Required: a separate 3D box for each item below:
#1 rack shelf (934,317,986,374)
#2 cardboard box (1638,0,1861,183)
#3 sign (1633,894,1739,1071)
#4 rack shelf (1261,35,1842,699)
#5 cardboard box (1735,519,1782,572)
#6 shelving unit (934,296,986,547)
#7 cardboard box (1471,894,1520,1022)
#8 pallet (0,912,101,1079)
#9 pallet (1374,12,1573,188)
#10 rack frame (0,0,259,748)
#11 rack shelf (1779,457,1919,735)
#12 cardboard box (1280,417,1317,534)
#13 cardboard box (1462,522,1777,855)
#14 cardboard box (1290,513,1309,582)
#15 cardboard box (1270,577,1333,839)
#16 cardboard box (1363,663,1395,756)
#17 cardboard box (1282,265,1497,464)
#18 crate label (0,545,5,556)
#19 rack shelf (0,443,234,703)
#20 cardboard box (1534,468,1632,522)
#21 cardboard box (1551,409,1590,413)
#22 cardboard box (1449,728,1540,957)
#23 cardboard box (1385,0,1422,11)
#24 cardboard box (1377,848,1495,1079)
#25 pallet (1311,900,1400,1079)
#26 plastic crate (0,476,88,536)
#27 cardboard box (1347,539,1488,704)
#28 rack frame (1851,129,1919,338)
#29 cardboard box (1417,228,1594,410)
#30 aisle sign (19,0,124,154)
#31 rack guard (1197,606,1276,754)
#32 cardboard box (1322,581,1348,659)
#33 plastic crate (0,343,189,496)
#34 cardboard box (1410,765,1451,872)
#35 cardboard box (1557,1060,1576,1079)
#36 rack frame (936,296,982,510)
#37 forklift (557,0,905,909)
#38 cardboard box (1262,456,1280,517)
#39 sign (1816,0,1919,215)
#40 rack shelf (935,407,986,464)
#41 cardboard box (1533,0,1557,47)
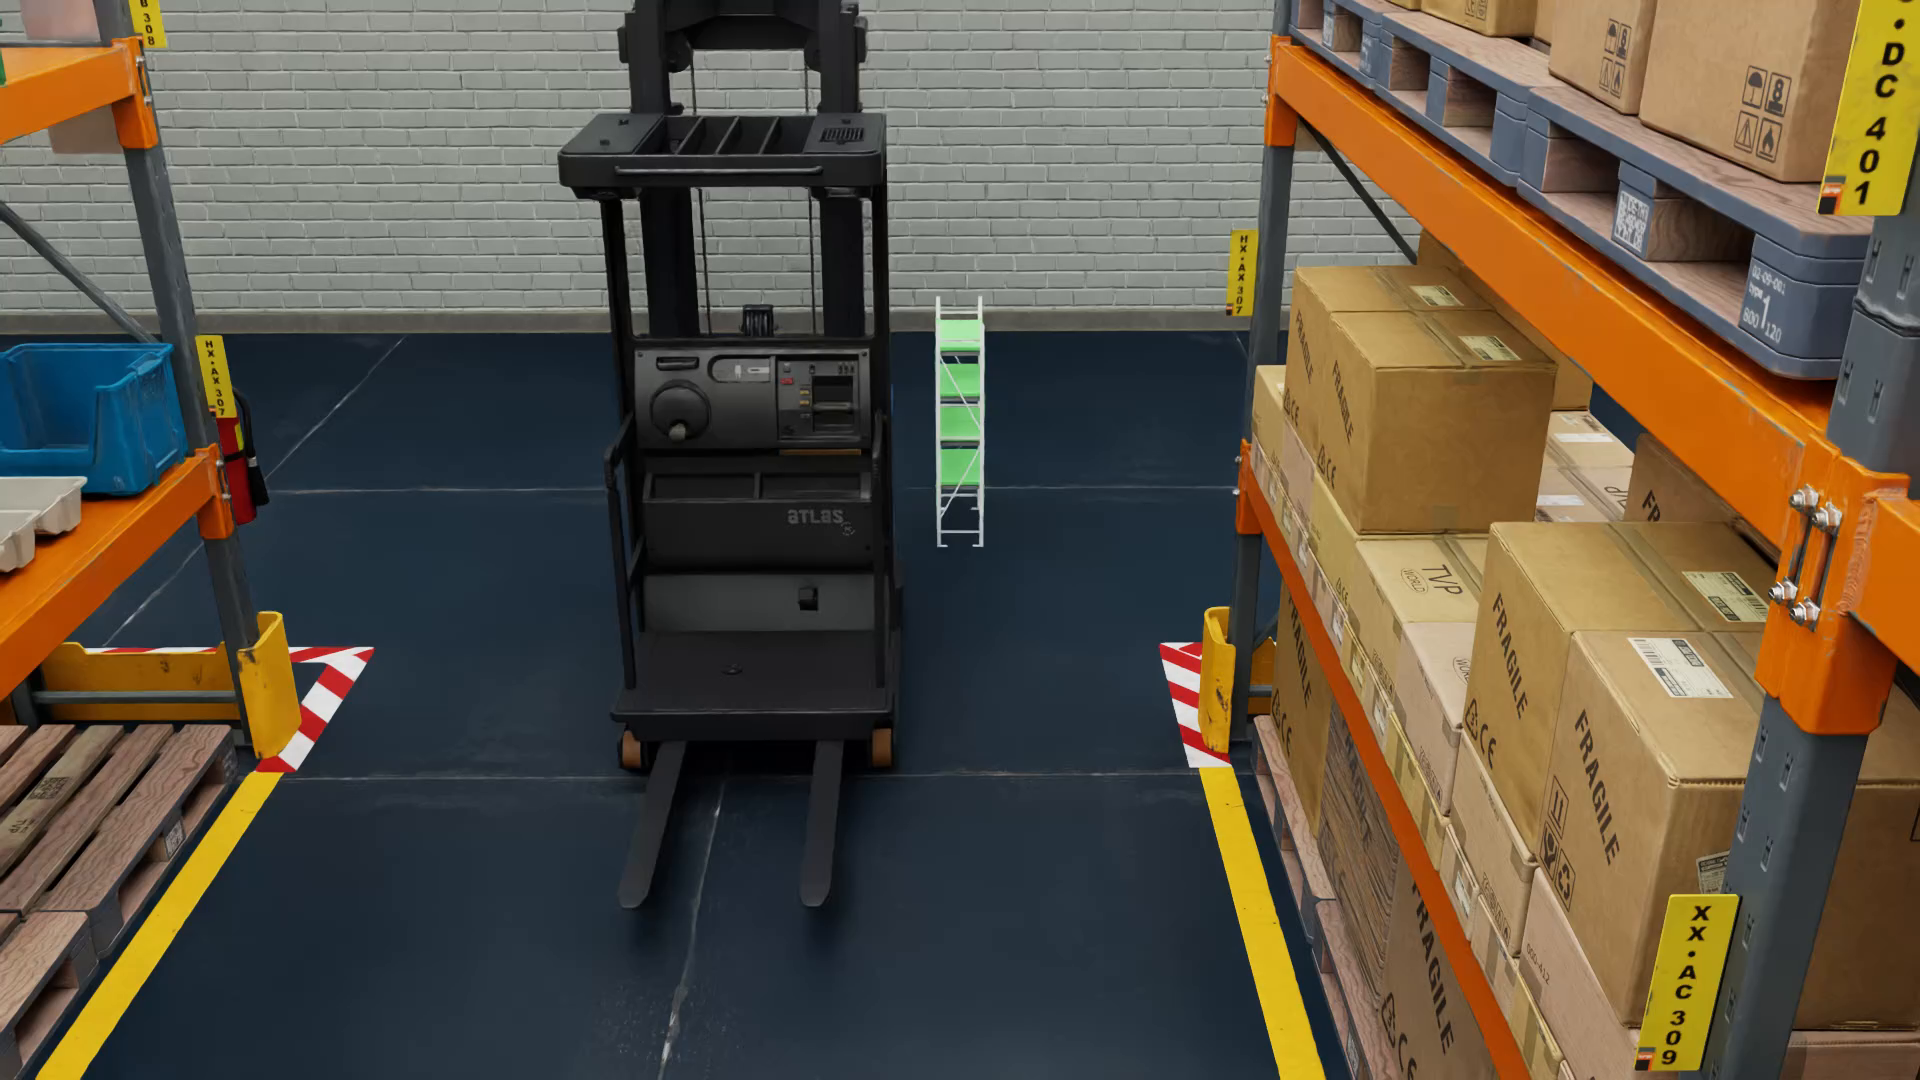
[{"bbox_3d":[-0.002,-0.994,8.482,0.258,0.148,0.480,0,24,-1],"label":"rack shelf"},{"bbox_3d":[1.572,-0.878,2.659,0.700,0.500,0.500,-2,24,-4],"label":"cardboard box"},{"bbox_3d":[1.085,0.666,2.491,0.100,0.325,0.005,0,24,-1],"label":"sign"},{"bbox_3d":[1.618,-0.770,4.044,1.077,0.370,4.000,0,24,-1],"label":"rack shelf"},{"bbox_3d":[1.893,0.283,3.395,0.500,0.500,0.500,0,24,-1],"label":"cardboard box"},{"bbox_3d":[-0.002,-0.615,8.654,0.258,1.200,0.503,0,24,-1],"label":"shelving unit"},{"bbox_3d":[1.304,0.872,3.487,0.380,0.149,0.250,-1,24,-1],"label":"cardboard box"},{"bbox_3d":[-3.375,1.580,5.001,1.003,0.211,1.213,0,24,-1],"label":"pallet"},{"bbox_3d":[1.631,-1.071,3.947,1.003,0.211,1.213,0,24,-1],"label":"pallet"},{"bbox_3d":[-3.356,-0.532,6.287,1.000,3.000,0.127,0,24,-1],"label":"rack frame"},{"bbox_3d":[1.662,0.879,0.400,1.077,0.370,4.000,0,24,-1],"label":"rack shelf"},{"bbox_3d":[1.344,-0.209,5.393,0.500,0.250,0.500,-1,24,-1],"label":"cardboard box"},{"bbox_3d":[1.367,0.290,3.380,0.500,0.500,0.500,0,24,0],"label":"cardboard box"},{"bbox_3d":[1.282,0.026,5.357,0.380,0.149,0.250,-1,24,-1],"label":"cardboard box"},{"bbox_3d":[1.684,0.485,6.105,0.875,0.875,0.875,0,24,-1],"label":"cardboard box"},{"bbox_3d":[1.293,0.449,4.421,0.380,0.149,0.250,0,24,0],"label":"cardboard box"},{"bbox_3d":[1.337,-0.559,5.256,0.500,0.500,0.500,-1,24,-2],"label":"cardboard box"},{"bbox_3d":[-3.150,0.130,5.070,0.396,0.136,0.243,0,24,-1],"label":"crate label"},{"bbox_3d":[-3.334,0.619,4.613,1.077,0.370,4.000,0,24,-1],"label":"rack shelf"},{"bbox_3d":[1.878,-0.005,4.941,0.500,0.250,0.500,-1,24,-2],"label":"cardboard box"},{"bbox_3d":[1.867,-0.423,5.867,0.500,0.250,0.500,-1,24,-1],"label":"cardboard box"},{"bbox_3d":[1.365,0.632,3.533,0.500,0.250,0.500,0,24,1],"label":"cardboard box"},{"bbox_3d":[1.542,-1.757,4.604,0.700,0.500,0.500,-1,24,-2],"label":"cardboard box"},{"bbox_3d":[1.703,1.227,4.466,0.875,0.875,0.875,0,24,-1],"label":"cardboard box"},{"bbox_3d":[1.694,1.546,5.075,1.003,0.211,1.213,0,24,-1],"label":"pallet"},{"bbox_3d":[-3.166,-0.104,5.588,0.396,0.136,0.243,0,24,-1],"label":"plastic crate"},{"bbox_3d":[1.357,0.213,4.459,0.500,0.250,0.500,-1,24,-2],"label":"cardboard box"},{"bbox_3d":[1.640,-1.640,1.456,1.000,3.000,0.127,0,24,-1],"label":"rack frame"},{"bbox_3d":[1.865,-0.764,5.710,0.500,0.500,0.500,0,24,0],"label":"cardboard box"},{"bbox_3d":[-3.064,-1.748,5.820,0.394,0.787,0.004,0,24,-1],"label":"aisle sign"},{"bbox_3d":[1.596,0.574,6.873,1.175,0.500,0.348,0,24,-1],"label":"rack guard"},{"bbox_3d":[1.287,0.237,4.890,0.380,0.149,0.250,-1,24,-1],"label":"cardboard box"},{"bbox_3d":[-3.166,-0.439,5.964,0.616,0.435,0.499,0,24,-1],"label":"plastic crate"},{"bbox_3d":[1.298,0.660,3.956,0.380,0.149,0.250,0,24,0],"label":"cardboard box"},{"bbox_3d":[1.309,1.084,3.018,0.380,0.149,0.250,0,24,0],"label":"cardboard box"},{"bbox_3d":[-0.004,-0.715,8.876,0.240,1.200,0.015,0,24,-1],"label":"rack frame"},{"bbox_3d":[-0.813,-0.539,6.386,1.130,2.935,3.031,0,24,-1],"label":"forklift"},{"bbox_3d":[1.275,-0.187,5.828,0.380,0.149,0.250,-1,24,-1],"label":"cardboard box"},{"bbox_3d":[1.085,-0.542,1.944,0.100,0.325,0.005,0,24,-1],"label":"sign"},{"bbox_3d":[-0.002,-0.557,8.680,0.258,0.148,0.480,0,24,-1],"label":"rack shelf"},{"bbox_3d":[1.707,-1.315,3.626,0.700,0.500,0.500,1,24,2],"label":"cardboard box"}]
